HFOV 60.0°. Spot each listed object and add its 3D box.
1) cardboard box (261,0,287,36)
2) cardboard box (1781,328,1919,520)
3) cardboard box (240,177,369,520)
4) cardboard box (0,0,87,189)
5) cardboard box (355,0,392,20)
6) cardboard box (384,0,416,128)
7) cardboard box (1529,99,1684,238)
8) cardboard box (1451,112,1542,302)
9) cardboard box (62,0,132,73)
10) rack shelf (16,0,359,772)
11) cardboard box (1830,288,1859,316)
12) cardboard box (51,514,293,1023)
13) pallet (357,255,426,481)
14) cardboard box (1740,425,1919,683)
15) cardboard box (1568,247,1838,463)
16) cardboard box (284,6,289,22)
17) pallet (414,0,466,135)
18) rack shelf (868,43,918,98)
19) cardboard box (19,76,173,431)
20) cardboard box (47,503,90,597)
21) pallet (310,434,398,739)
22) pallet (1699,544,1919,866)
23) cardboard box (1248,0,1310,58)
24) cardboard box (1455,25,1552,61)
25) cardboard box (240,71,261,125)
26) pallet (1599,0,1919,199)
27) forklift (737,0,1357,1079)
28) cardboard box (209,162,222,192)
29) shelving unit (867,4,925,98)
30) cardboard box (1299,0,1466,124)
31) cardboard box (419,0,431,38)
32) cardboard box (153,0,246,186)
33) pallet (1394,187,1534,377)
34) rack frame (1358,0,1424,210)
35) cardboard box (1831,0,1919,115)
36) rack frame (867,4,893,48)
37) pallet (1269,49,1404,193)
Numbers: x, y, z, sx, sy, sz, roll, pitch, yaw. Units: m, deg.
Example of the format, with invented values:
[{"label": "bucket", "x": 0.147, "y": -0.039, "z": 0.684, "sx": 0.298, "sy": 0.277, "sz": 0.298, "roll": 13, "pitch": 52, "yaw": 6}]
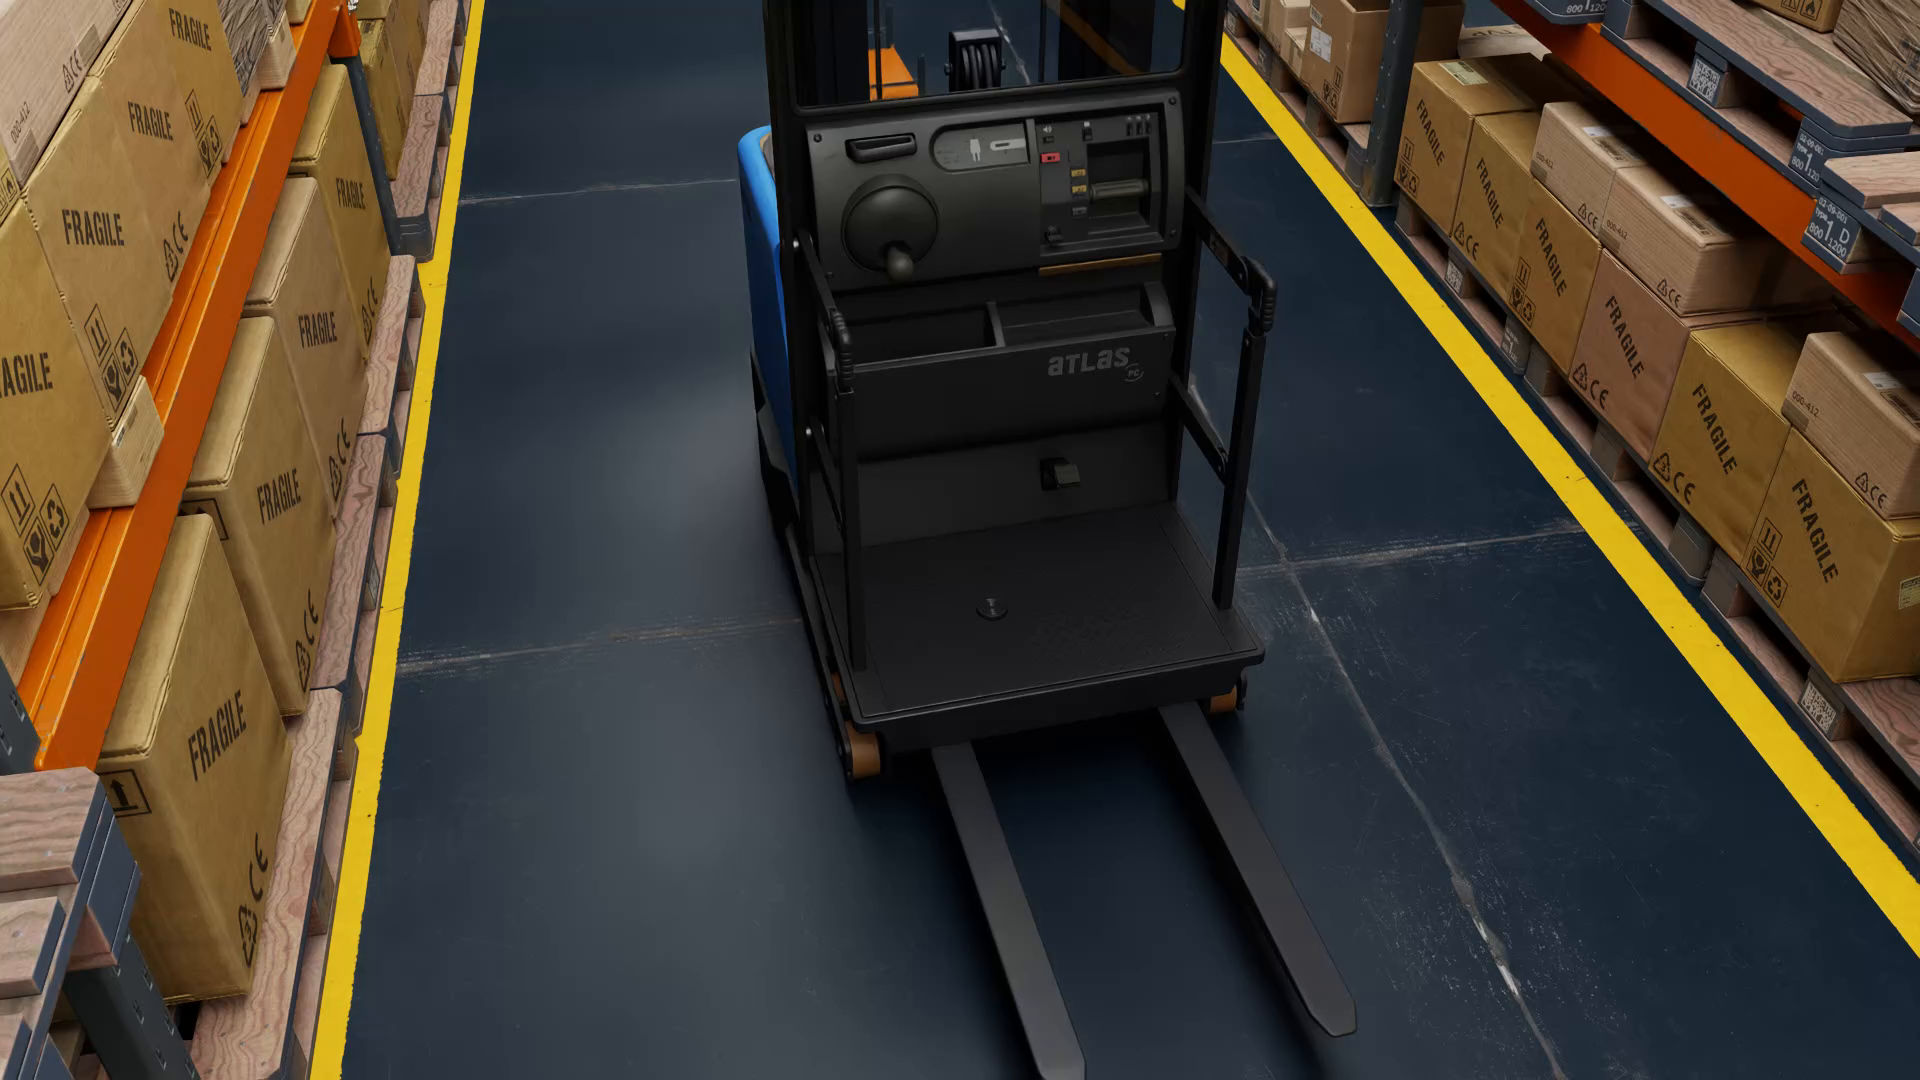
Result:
[{"label": "cardboard box", "x": -2.232, "y": -1.748, "z": 4.714, "sx": 0.500, "sy": 0.500, "sz": 0.500, "roll": -6, "pitch": 38, "yaw": -8}, {"label": "cardboard box", "x": 2.509, "y": -0.317, "z": 4.280, "sx": 0.500, "sy": 0.250, "sz": 0.500, "roll": -5, "pitch": 38, "yaw": -6}, {"label": "cardboard box", "x": -2.259, "y": -0.543, "z": 4.914, "sx": 0.750, "sy": 0.750, "sz": 0.750, "roll": -5, "pitch": 38, "yaw": -7}, {"label": "cardboard box", "x": -1.879, "y": -0.813, "z": 2.900, "sx": 0.500, "sy": 0.250, "sz": 0.500, "roll": -7, "pitch": 38, "yaw": -9}, {"label": "cardboard box", "x": -2.571, "y": -2.266, "z": 6.888, "sx": 0.380, "sy": 0.149, "sz": 0.250, "roll": -5, "pitch": 38, "yaw": -6}, {"label": "cardboard box", "x": -2.775, "y": -2.087, "z": 7.186, "sx": 0.700, "sy": 0.500, "sz": 0.500, "roll": -7, "pitch": 38, "yaw": -8}, {"label": "cardboard box", "x": 2.237, "y": -1.237, "z": 5.465, "sx": 0.500, "sy": 0.250, "sz": 0.500, "roll": -6, "pitch": 38, "yaw": -8}, {"label": "cardboard box", "x": 2.166, "y": -1.224, "z": 6.059, "sx": 0.500, "sy": 0.500, "sz": 0.500, "roll": -6, "pitch": 38, "yaw": -7}, {"label": "cardboard box", "x": -1.971, "y": -1.115, "z": 3.288, "sx": 0.500, "sy": 0.250, "sz": 0.500, "roll": -6, "pitch": 38, "yaw": -8}, {"label": "rack shelf", "x": -2.309, "y": -0.649, "z": 4.227, "sx": 1.077, "sy": 0.370, "sz": 4.000, "roll": -6, "pitch": 38, "yaw": -8}, {"label": "cardboard box", "x": 2.842, "y": -0.687, "z": 5.368, "sx": 0.500, "sy": 0.500, "sz": 0.500, "roll": -7, "pitch": 38, "yaw": -9}, {"label": "cardboard box", "x": -1.958, "y": 0.499, "z": 3.572, "sx": 0.750, "sy": 0.750, "sz": 0.750, "roll": -7, "pitch": 38, "yaw": -9}, {"label": "pallet", "x": -2.450, "y": -0.582, "z": 5.828, "sx": 1.003, "sy": 0.211, "sz": 1.213, "roll": -6, "pitch": 38, "yaw": -8}, {"label": "cardboard box", "x": 2.523, "y": 0.013, "z": 4.467, "sx": 0.500, "sy": 0.500, "sz": 0.500, "roll": -5, "pitch": 38, "yaw": -6}, {"label": "cardboard box", "x": 2.334, "y": -0.616, "z": 5.276, "sx": 0.500, "sy": 0.500, "sz": 0.500, "roll": -8, "pitch": 38, "yaw": -10}, {"label": "cardboard box", "x": -2.253, "y": -1.565, "z": 5.008, "sx": 0.380, "sy": 0.149, "sz": 0.250, "roll": -5, "pitch": 38, "yaw": -7}, {"label": "pallet", "x": -2.933, "y": -2.246, "z": 7.970, "sx": 1.003, "sy": 0.211, "sz": 1.213, "roll": -6, "pitch": 38, "yaw": -8}, {"label": "rack shelf", "x": -0.289, "y": -1.487, "z": 5.538, "sx": 0.258, "sy": 0.148, "sz": 0.480, "roll": -9, "pitch": 38, "yaw": -11}, {"label": "cardboard box", "x": -1.875, "y": -0.529, "z": 3.145, "sx": 0.500, "sy": 0.500, "sz": 0.500, "roll": -5, "pitch": 38, "yaw": -6}, {"label": "cardboard box", "x": -1.824, "y": -0.011, "z": 3.008, "sx": 0.380, "sy": 0.149, "sz": 0.250, "roll": -6, "pitch": 38, "yaw": -7}, {"label": "pallet", "x": -2.233, "y": 0.156, "z": 4.877, "sx": 1.003, "sy": 0.211, "sz": 1.213, "roll": -6, "pitch": 38, "yaw": -8}, {"label": "pallet", "x": 2.824, "y": 0.386, "z": 4.582, "sx": 1.003, "sy": 0.211, "sz": 1.213, "roll": -6, "pitch": 38, "yaw": -8}, {"label": "cardboard box", "x": 1.706, "y": -2.555, "z": 7.927, "sx": 0.500, "sy": 0.311, "sz": 0.500, "roll": -6, "pitch": 38, "yaw": -8}, {"label": "cardboard box", "x": 2.356, "y": -2.065, "z": 7.296, "sx": 0.500, "sy": 0.311, "sz": 0.500, "roll": -6, "pitch": 38, "yaw": -8}, {"label": "cardboard box", "x": -2.172, "y": -1.257, "z": 4.612, "sx": 0.380, "sy": 0.149, "sz": 0.250, "roll": -6, "pitch": 38, "yaw": -8}, {"label": "pallet", "x": 2.572, "y": -1.359, "z": 4.711, "sx": 1.003, "sy": 0.211, "sz": 1.213, "roll": -6, "pitch": 38, "yaw": -8}, {"label": "forklift", "x": 0.153, "y": -0.786, "z": 3.873, "sx": 1.130, "sy": 2.935, "sz": 3.031, "roll": -9, "pitch": 39, "yaw": -11}, {"label": "cardboard box", "x": -2.107, "y": -0.943, "z": 4.207, "sx": 0.380, "sy": 0.149, "sz": 0.250, "roll": -5, "pitch": 38, "yaw": -7}, {"label": "shelving unit", "x": -0.287, "y": -1.172, "z": 5.773, "sx": 0.258, "sy": 1.200, "sz": 0.503, "roll": -9, "pitch": 38, "yaw": -11}, {"label": "cardboard box", "x": 1.837, "y": -2.177, "z": 7.286, "sx": 0.500, "sy": 0.500, "sz": 0.500, "roll": -6, "pitch": 38, "yaw": -8}, {"label": "cardboard box", "x": -2.963, "y": -2.718, "z": 7.999, "sx": 0.700, "sy": 0.500, "sz": 0.500, "roll": -7, "pitch": 38, "yaw": -9}, {"label": "cardboard box", "x": -2.059, "y": -1.142, "z": 3.935, "sx": 0.500, "sy": 0.500, "sz": 0.500, "roll": -5, "pitch": 38, "yaw": -7}, {"label": "pallet", "x": 2.396, "y": -1.088, "z": 6.479, "sx": 1.003, "sy": 0.211, "sz": 1.213, "roll": -6, "pitch": 38, "yaw": -8}, {"label": "rack frame", "x": 2.216, "y": -2.677, "z": 6.250, "sx": 1.000, "sy": 3.000, "sz": 0.127, "roll": -6, "pitch": 38, "yaw": -8}, {"label": "cardboard box", "x": 2.724, "y": -1.407, "z": 4.192, "sx": 0.700, "sy": 0.500, "sz": 0.500, "roll": 0, "pitch": 38, "yaw": 1}, {"label": "rack frame", "x": -0.346, "y": -1.314, "z": 5.963, "sx": 0.240, "sy": 1.200, "sz": 0.015, "roll": -9, "pitch": 38, "yaw": -11}, {"label": "pallet", "x": 2.097, "y": -1.990, "z": 7.640, "sx": 1.003, "sy": 0.211, "sz": 1.213, "roll": -6, "pitch": 38, "yaw": -8}]
